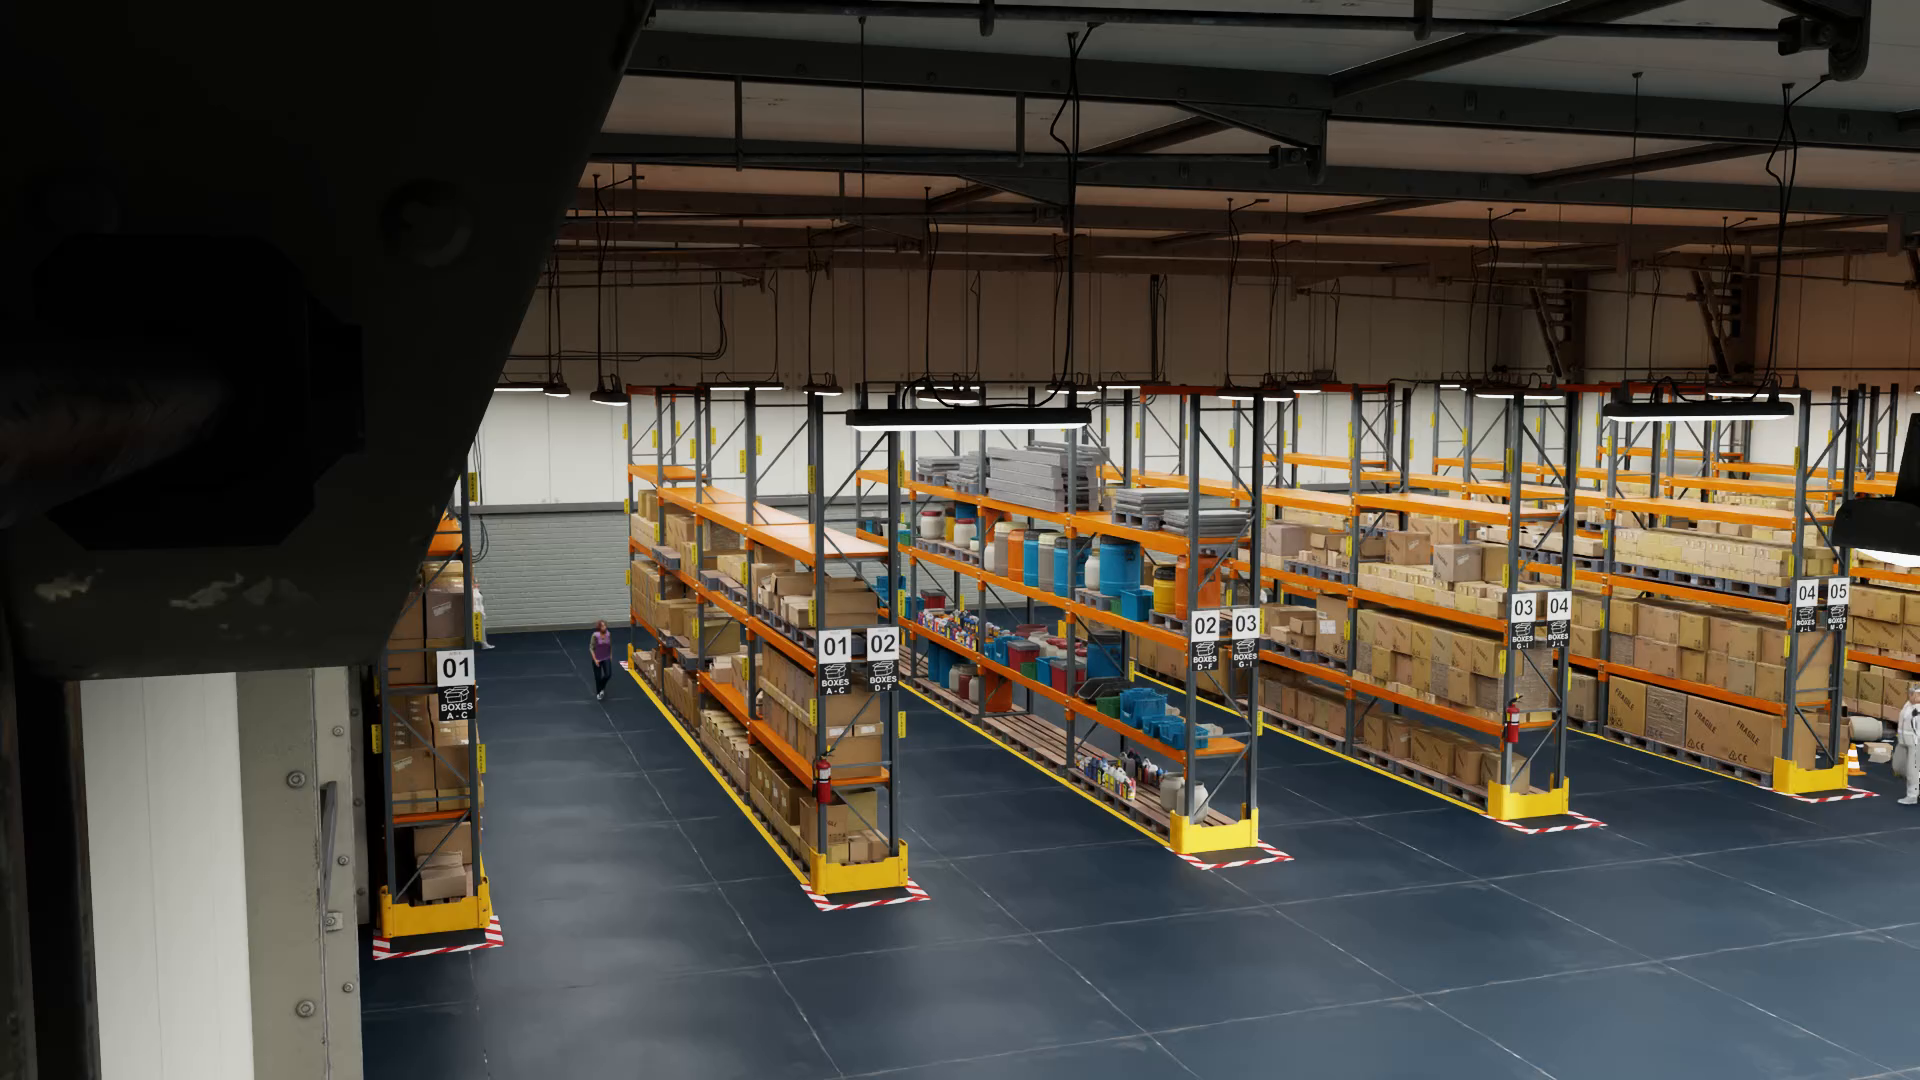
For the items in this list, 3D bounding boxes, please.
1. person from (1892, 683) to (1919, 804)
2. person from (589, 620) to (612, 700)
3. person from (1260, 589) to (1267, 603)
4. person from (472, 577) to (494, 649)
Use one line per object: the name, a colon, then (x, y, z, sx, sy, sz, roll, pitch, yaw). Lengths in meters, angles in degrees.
person: (13.920, 2.945, 24.185, 0.688, 1.744, 0.542, -2, 6, -20)
person: (-6.847, 2.304, 31.750, 0.492, 1.531, 0.566, -3, 7, -26)
person: (6.620, 1.692, 36.980, 0.529, 1.662, 0.496, -2, 6, -14)
person: (-10.953, 1.637, 37.432, 0.934, 1.647, 0.483, 0, 6, -2)
